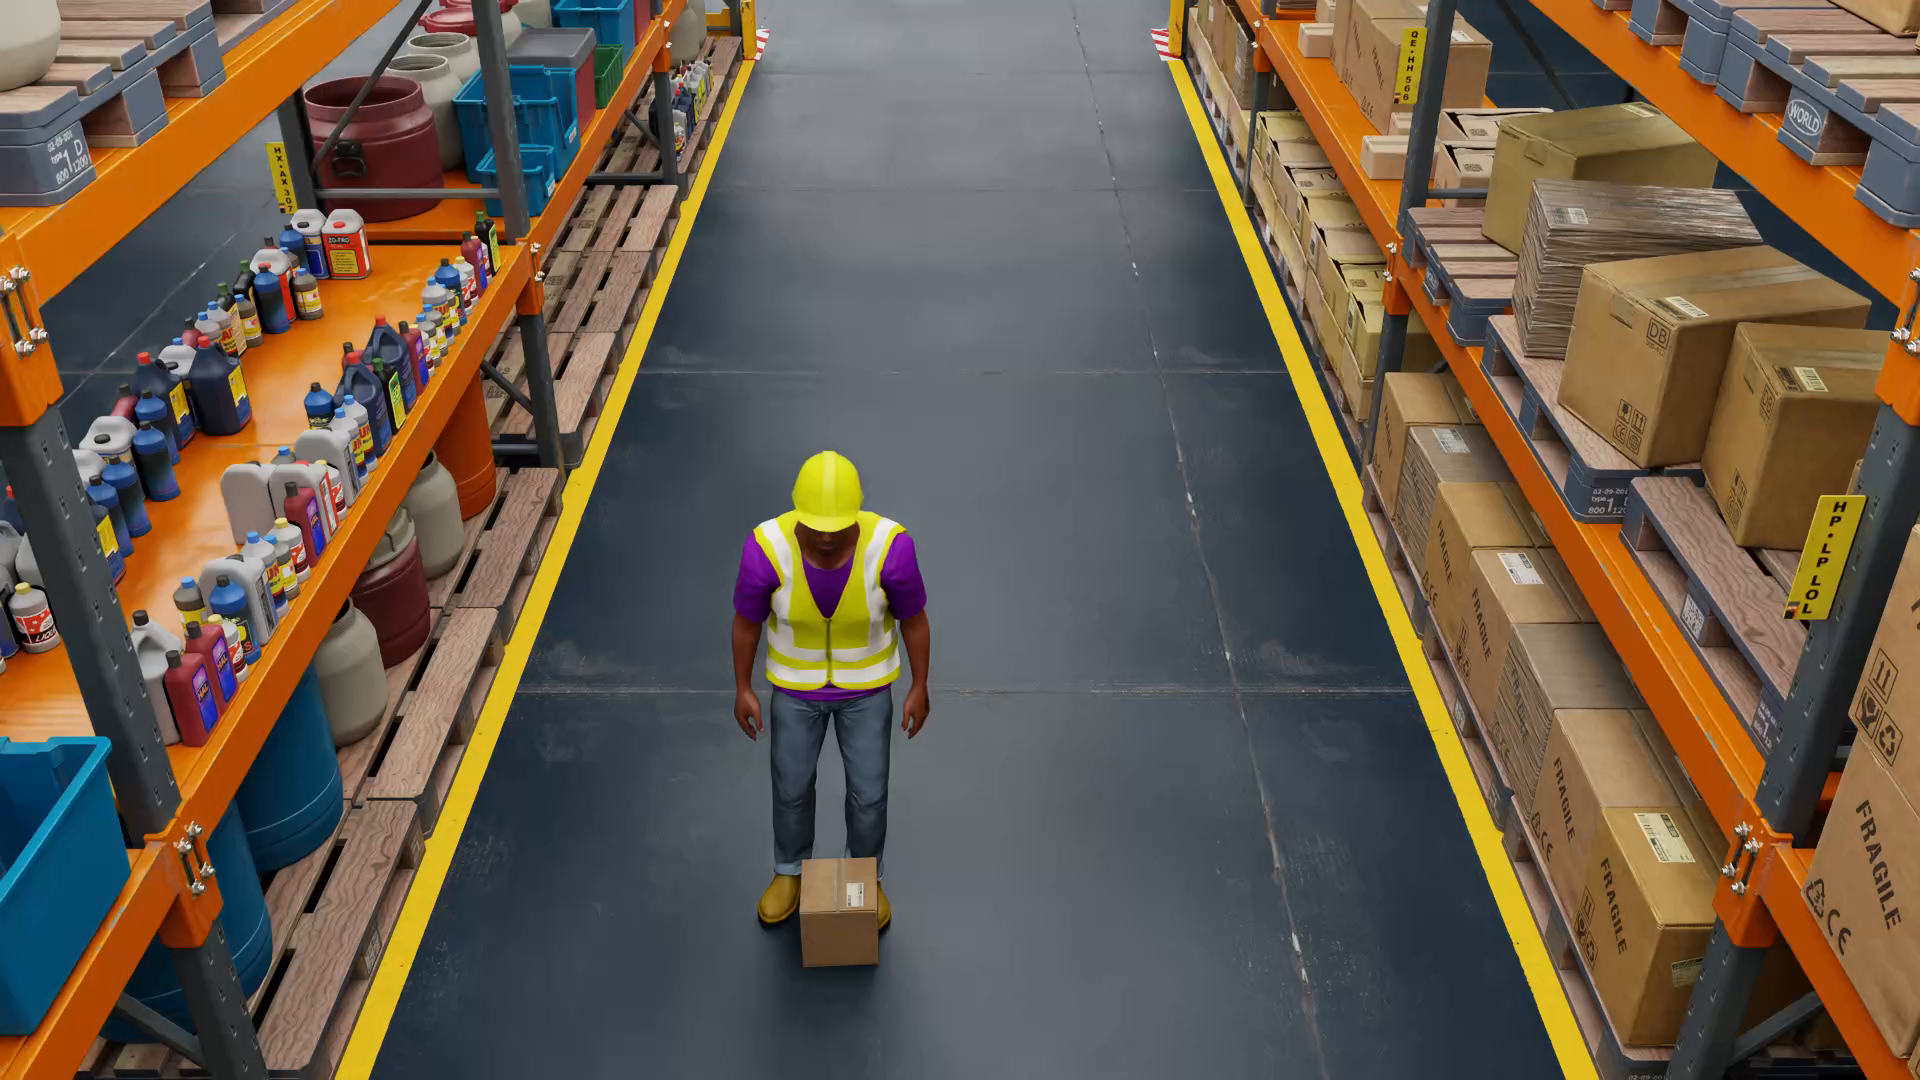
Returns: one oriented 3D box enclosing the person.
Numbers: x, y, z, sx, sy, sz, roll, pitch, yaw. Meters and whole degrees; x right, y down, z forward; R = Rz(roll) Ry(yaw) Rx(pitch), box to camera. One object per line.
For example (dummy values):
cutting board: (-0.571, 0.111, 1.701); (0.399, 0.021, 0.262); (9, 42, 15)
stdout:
person: (-0.411, 0.479, 5.331); (0.633, 1.760, 0.463); (-1, 31, -1)
